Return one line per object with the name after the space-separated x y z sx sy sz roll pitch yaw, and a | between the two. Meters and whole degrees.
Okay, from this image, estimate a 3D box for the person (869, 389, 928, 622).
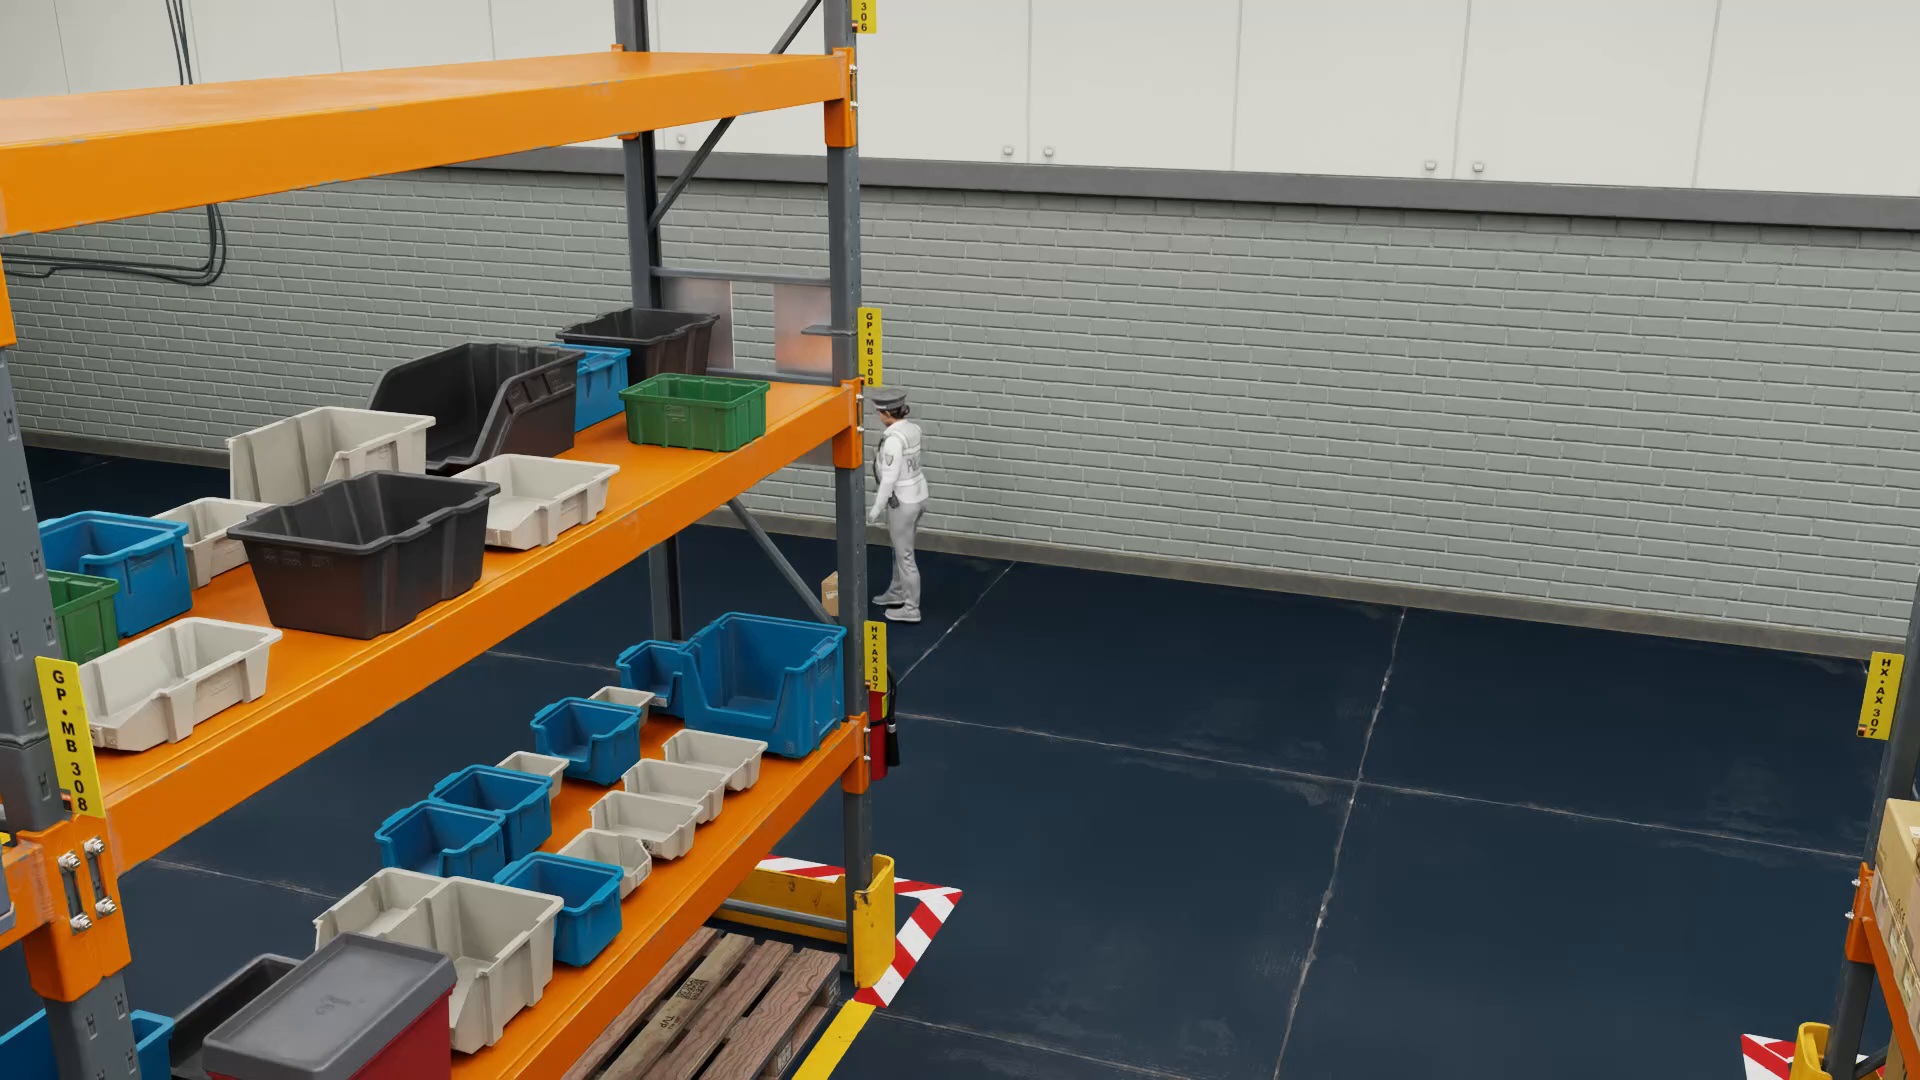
-0.475 -0.246 11.758 0.514 1.679 0.521 7 20 19 | person
